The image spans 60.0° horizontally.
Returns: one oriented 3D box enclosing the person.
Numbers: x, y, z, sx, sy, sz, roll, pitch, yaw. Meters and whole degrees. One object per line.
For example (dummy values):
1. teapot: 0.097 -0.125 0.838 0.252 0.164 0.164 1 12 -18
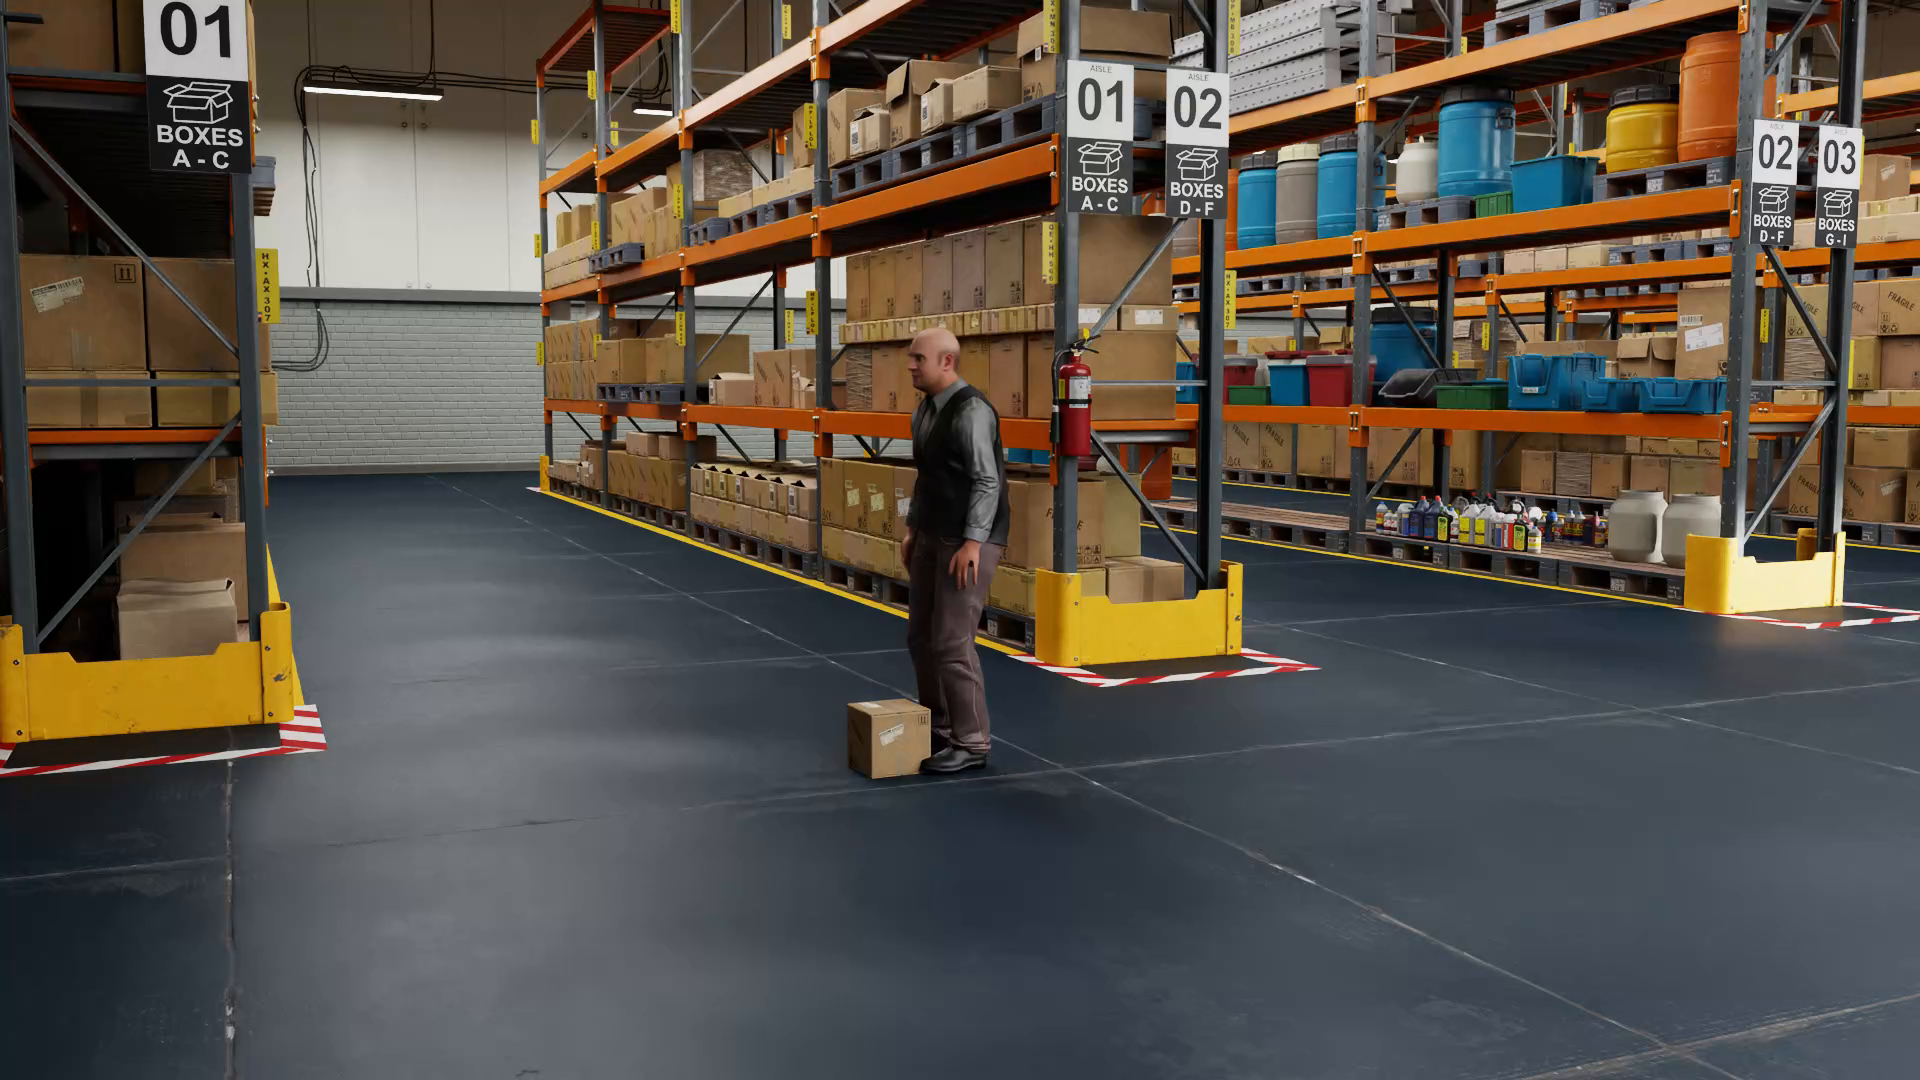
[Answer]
1. person: -0.025 0.031 6.549 0.411 1.721 0.589 -3 6 -25
